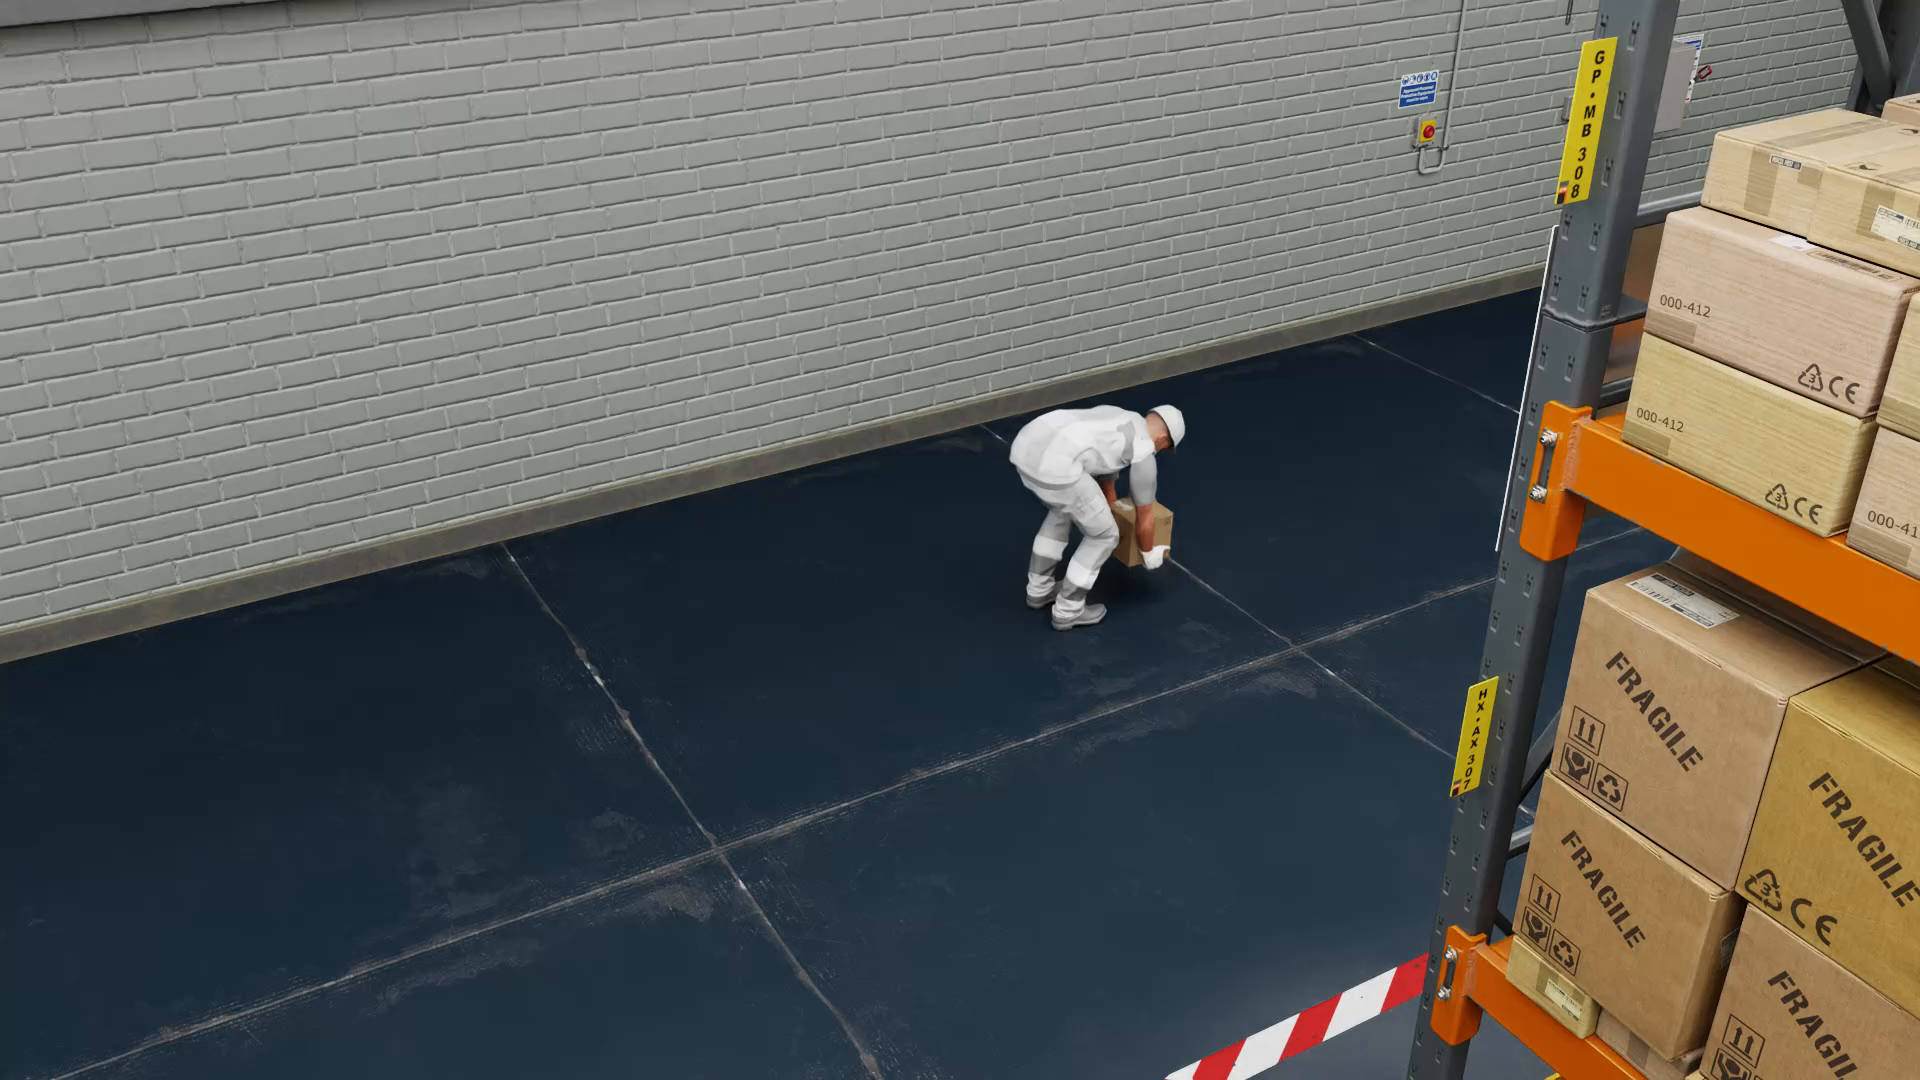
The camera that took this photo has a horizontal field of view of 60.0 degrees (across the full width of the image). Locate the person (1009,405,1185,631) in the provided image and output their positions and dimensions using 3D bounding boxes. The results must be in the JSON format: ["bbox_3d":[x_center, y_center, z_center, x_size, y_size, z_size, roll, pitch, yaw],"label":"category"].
[{"bbox_3d":[0.693,-0.174,8.156,0.964,1.072,0.514,-17,33,-28],"label":"person"}]
